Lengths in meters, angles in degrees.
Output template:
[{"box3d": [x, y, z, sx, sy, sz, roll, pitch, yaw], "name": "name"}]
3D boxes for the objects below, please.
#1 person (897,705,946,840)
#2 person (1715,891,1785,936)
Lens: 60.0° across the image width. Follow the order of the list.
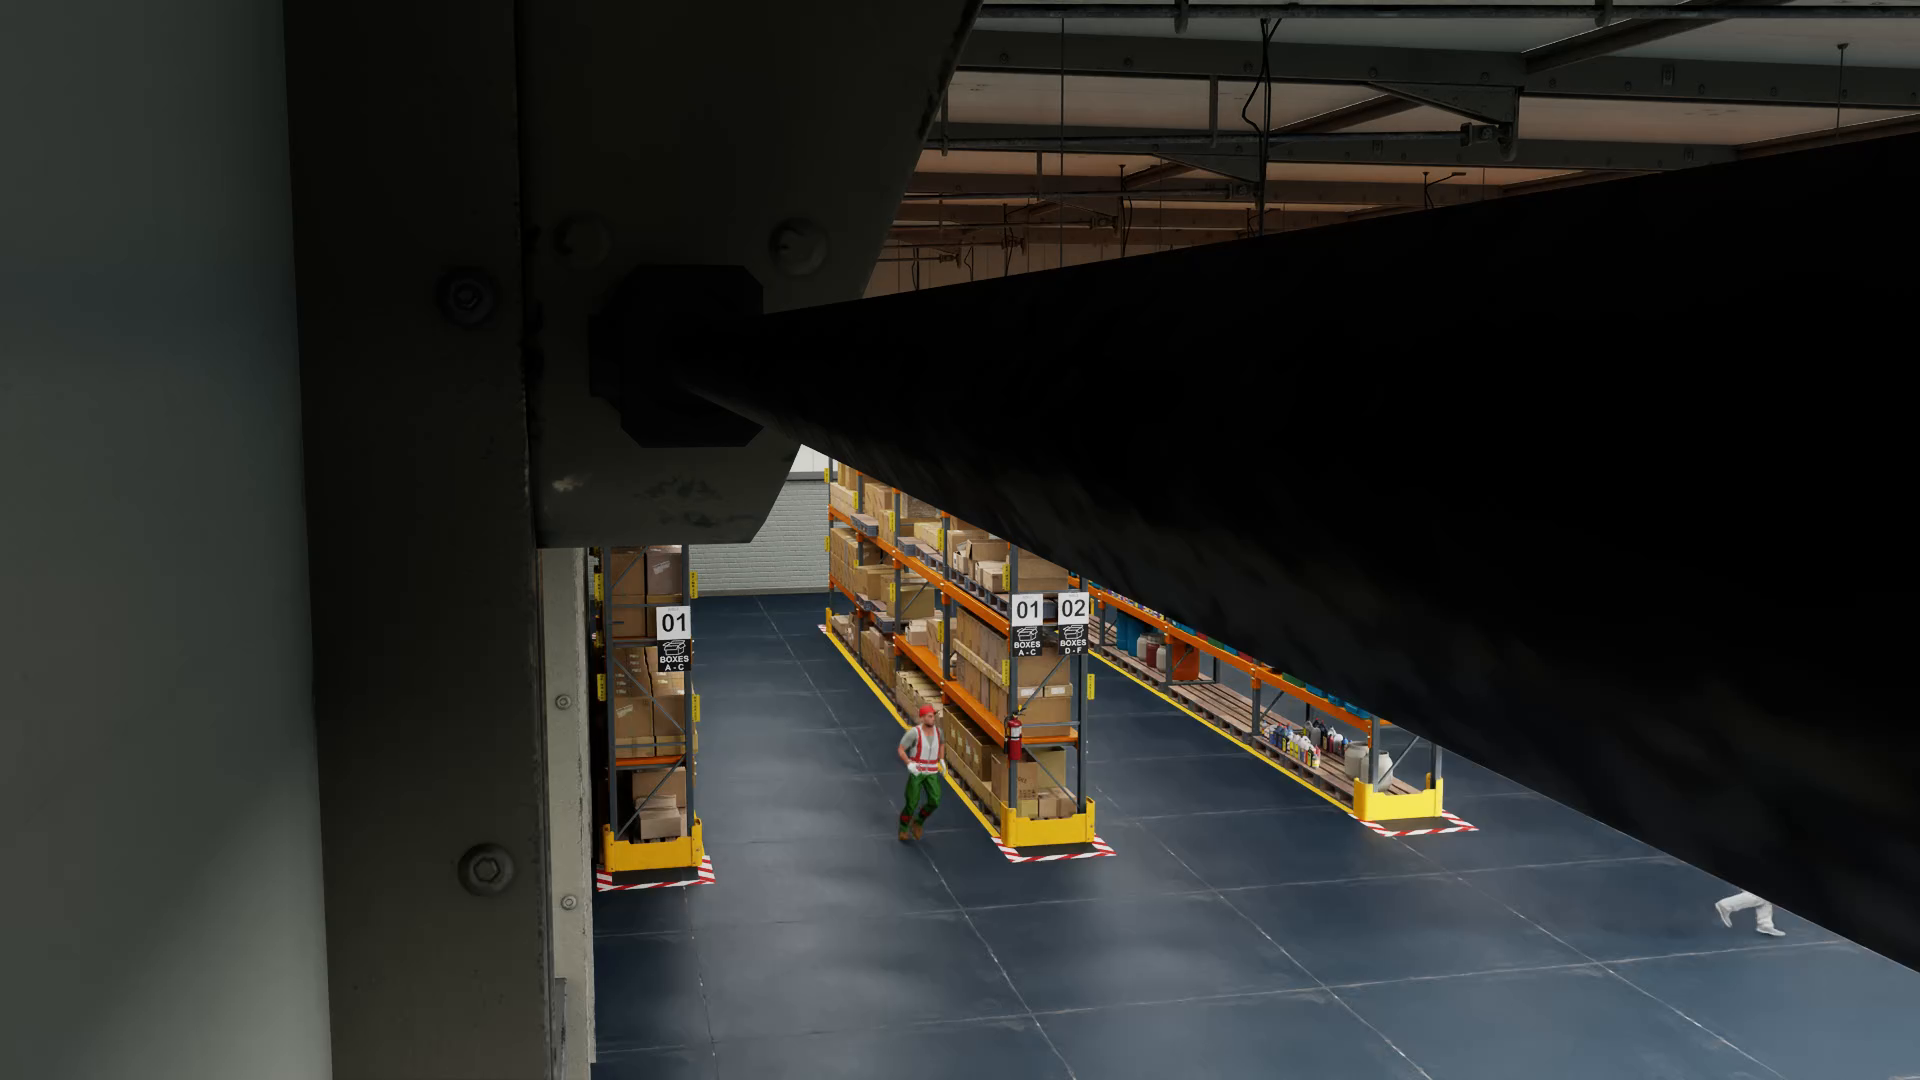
[{"box3d": [-0.443, 2.959, 21.141, 0.717, 1.726, 0.596, -3, 7, -24], "name": "person"}, {"box3d": [8.480, 3.424, 17.820, 0.767, 1.663, 0.613, 1, 7, 11], "name": "person"}]
